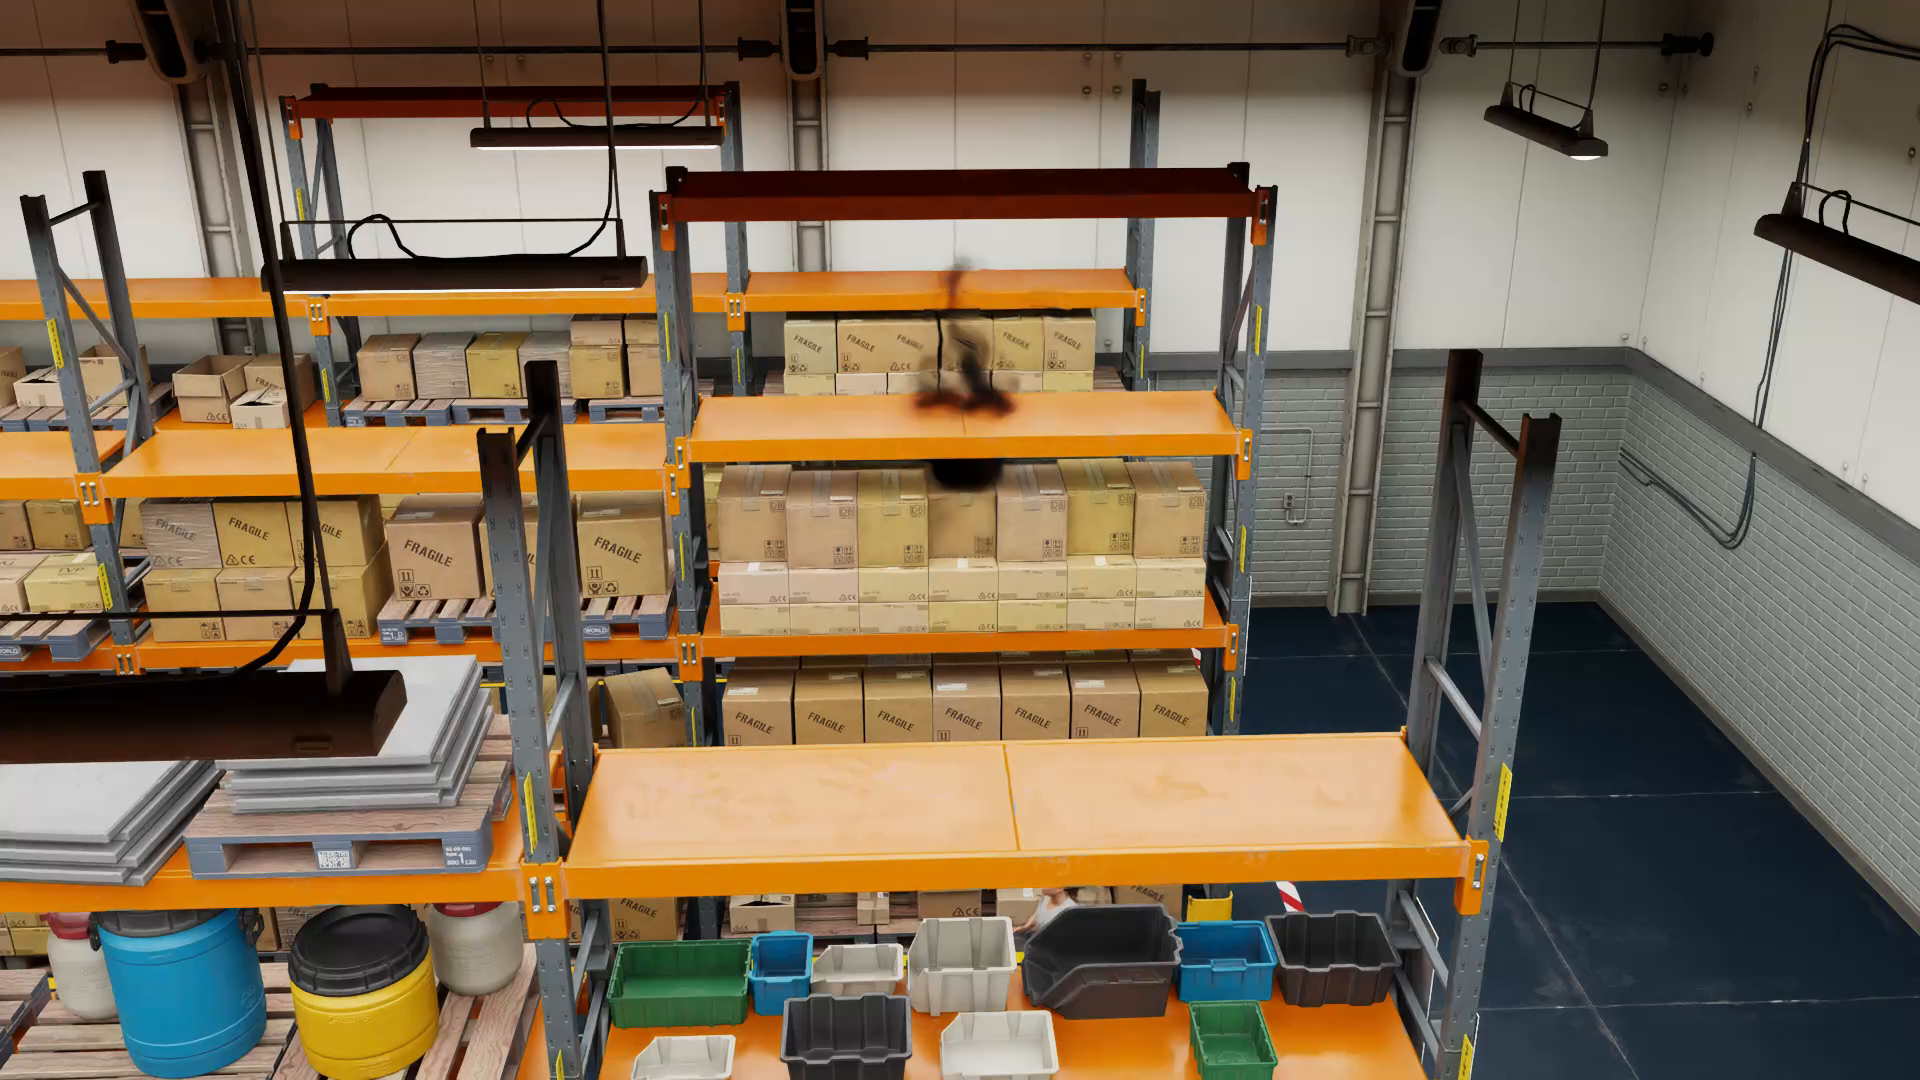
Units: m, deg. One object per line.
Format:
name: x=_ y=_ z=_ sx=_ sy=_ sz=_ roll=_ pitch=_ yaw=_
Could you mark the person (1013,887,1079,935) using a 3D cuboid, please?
person: x=0.723 y=2.968 z=11.558 sx=0.906 sy=1.693 sz=0.553 roll=-3 pitch=22 yaw=-8
